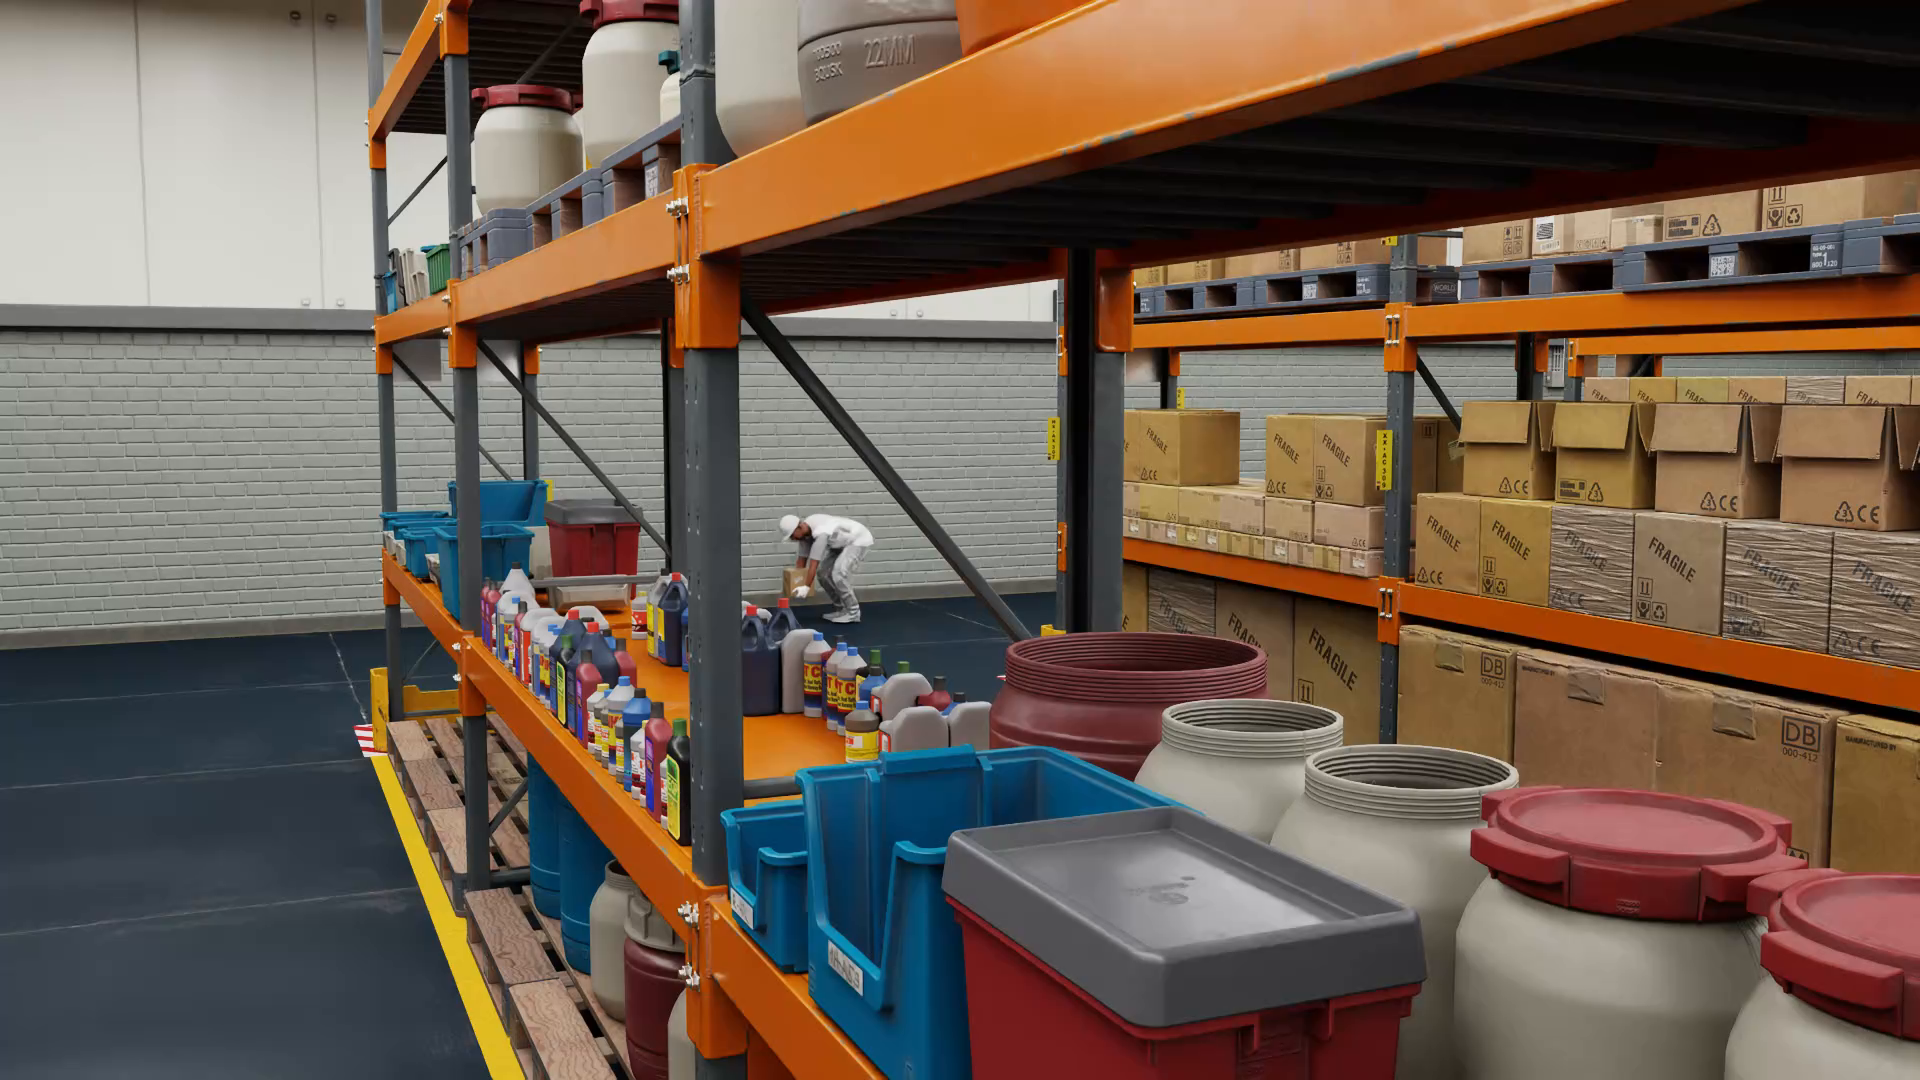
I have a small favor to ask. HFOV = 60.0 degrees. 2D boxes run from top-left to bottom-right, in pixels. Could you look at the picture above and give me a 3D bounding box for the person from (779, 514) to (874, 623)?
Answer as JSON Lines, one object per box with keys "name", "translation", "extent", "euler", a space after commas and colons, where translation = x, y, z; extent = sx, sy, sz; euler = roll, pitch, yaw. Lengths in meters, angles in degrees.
{"name": "person", "translation": [-1.350, 0.283, 16.706], "extent": [0.976, 1.104, 0.534], "euler": [-3, 6, -27]}
